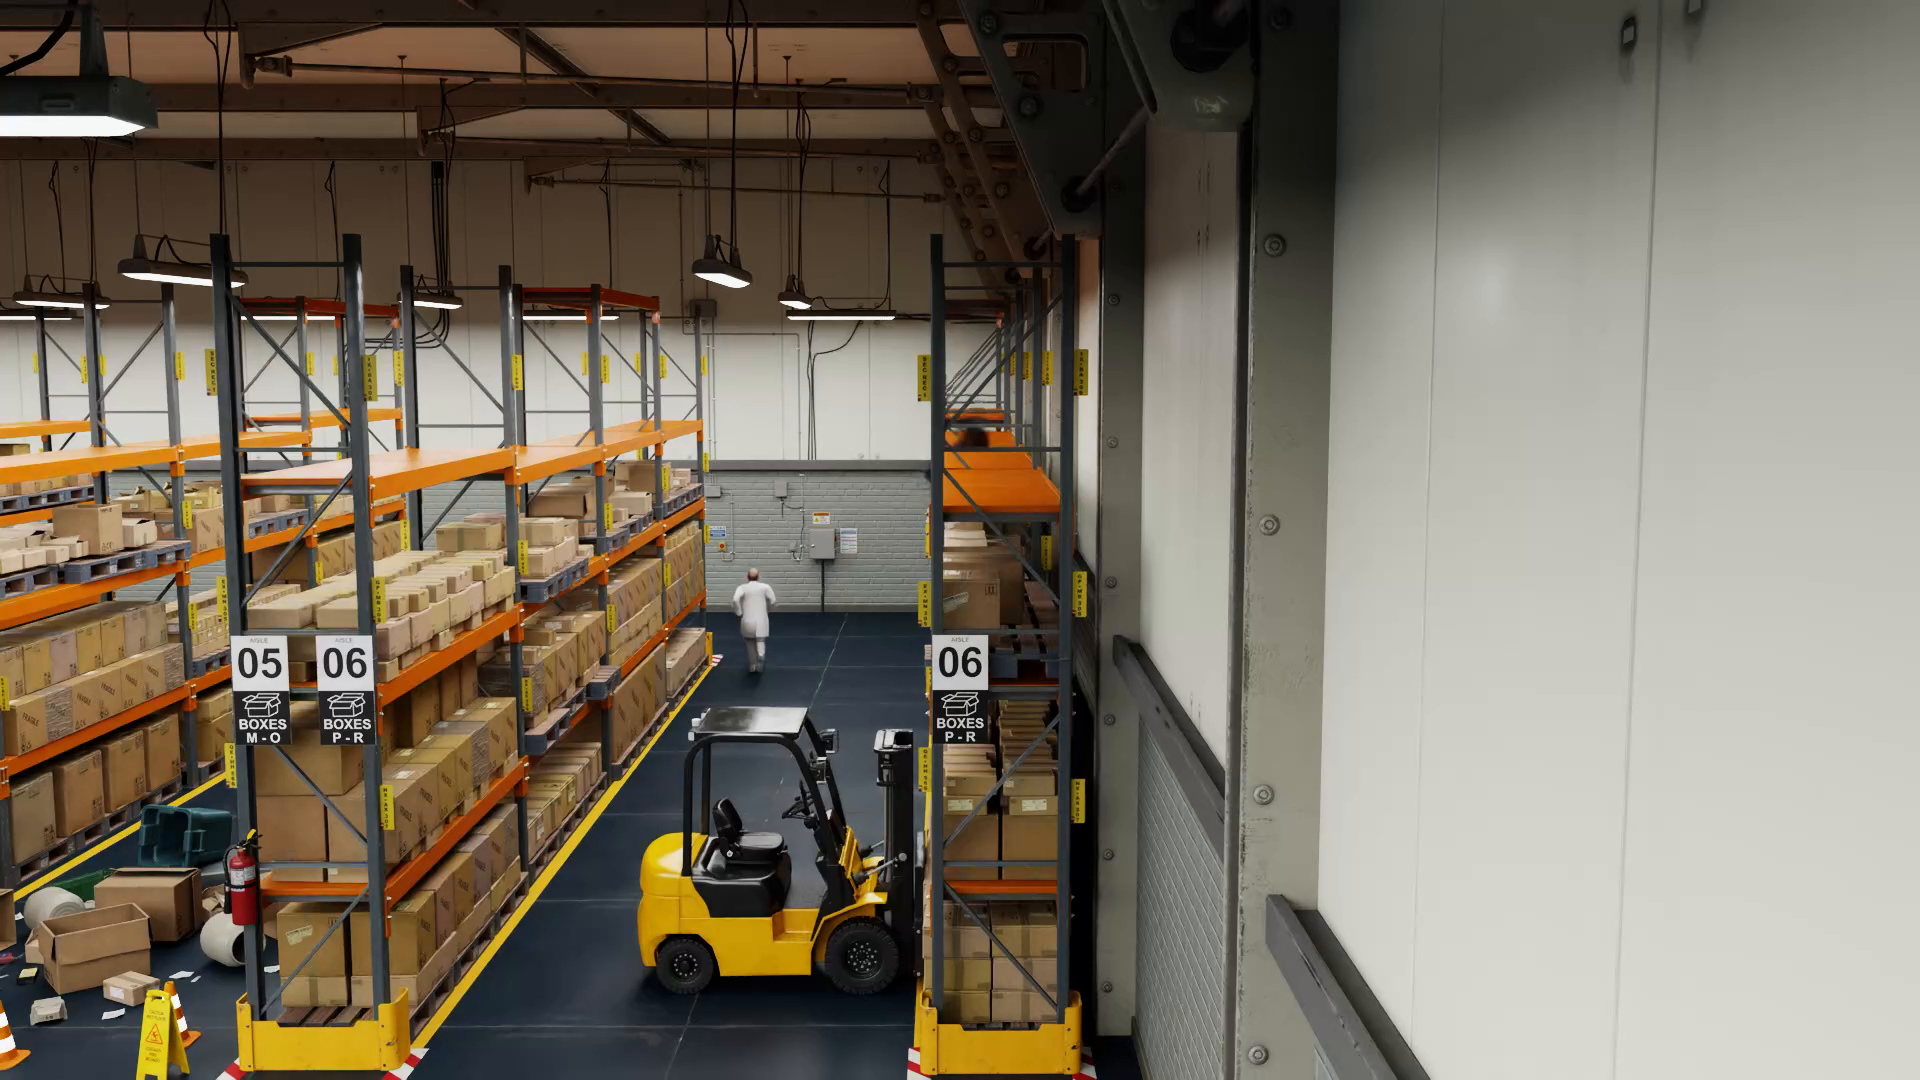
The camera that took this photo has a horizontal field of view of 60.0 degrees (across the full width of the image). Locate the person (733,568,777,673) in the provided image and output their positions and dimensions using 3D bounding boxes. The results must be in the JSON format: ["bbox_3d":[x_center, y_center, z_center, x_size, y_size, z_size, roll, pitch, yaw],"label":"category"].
[{"bbox_3d":[-3.315,1.347,26.868,0.722,1.779,1.017,-1,6,-12],"label":"person"}]
